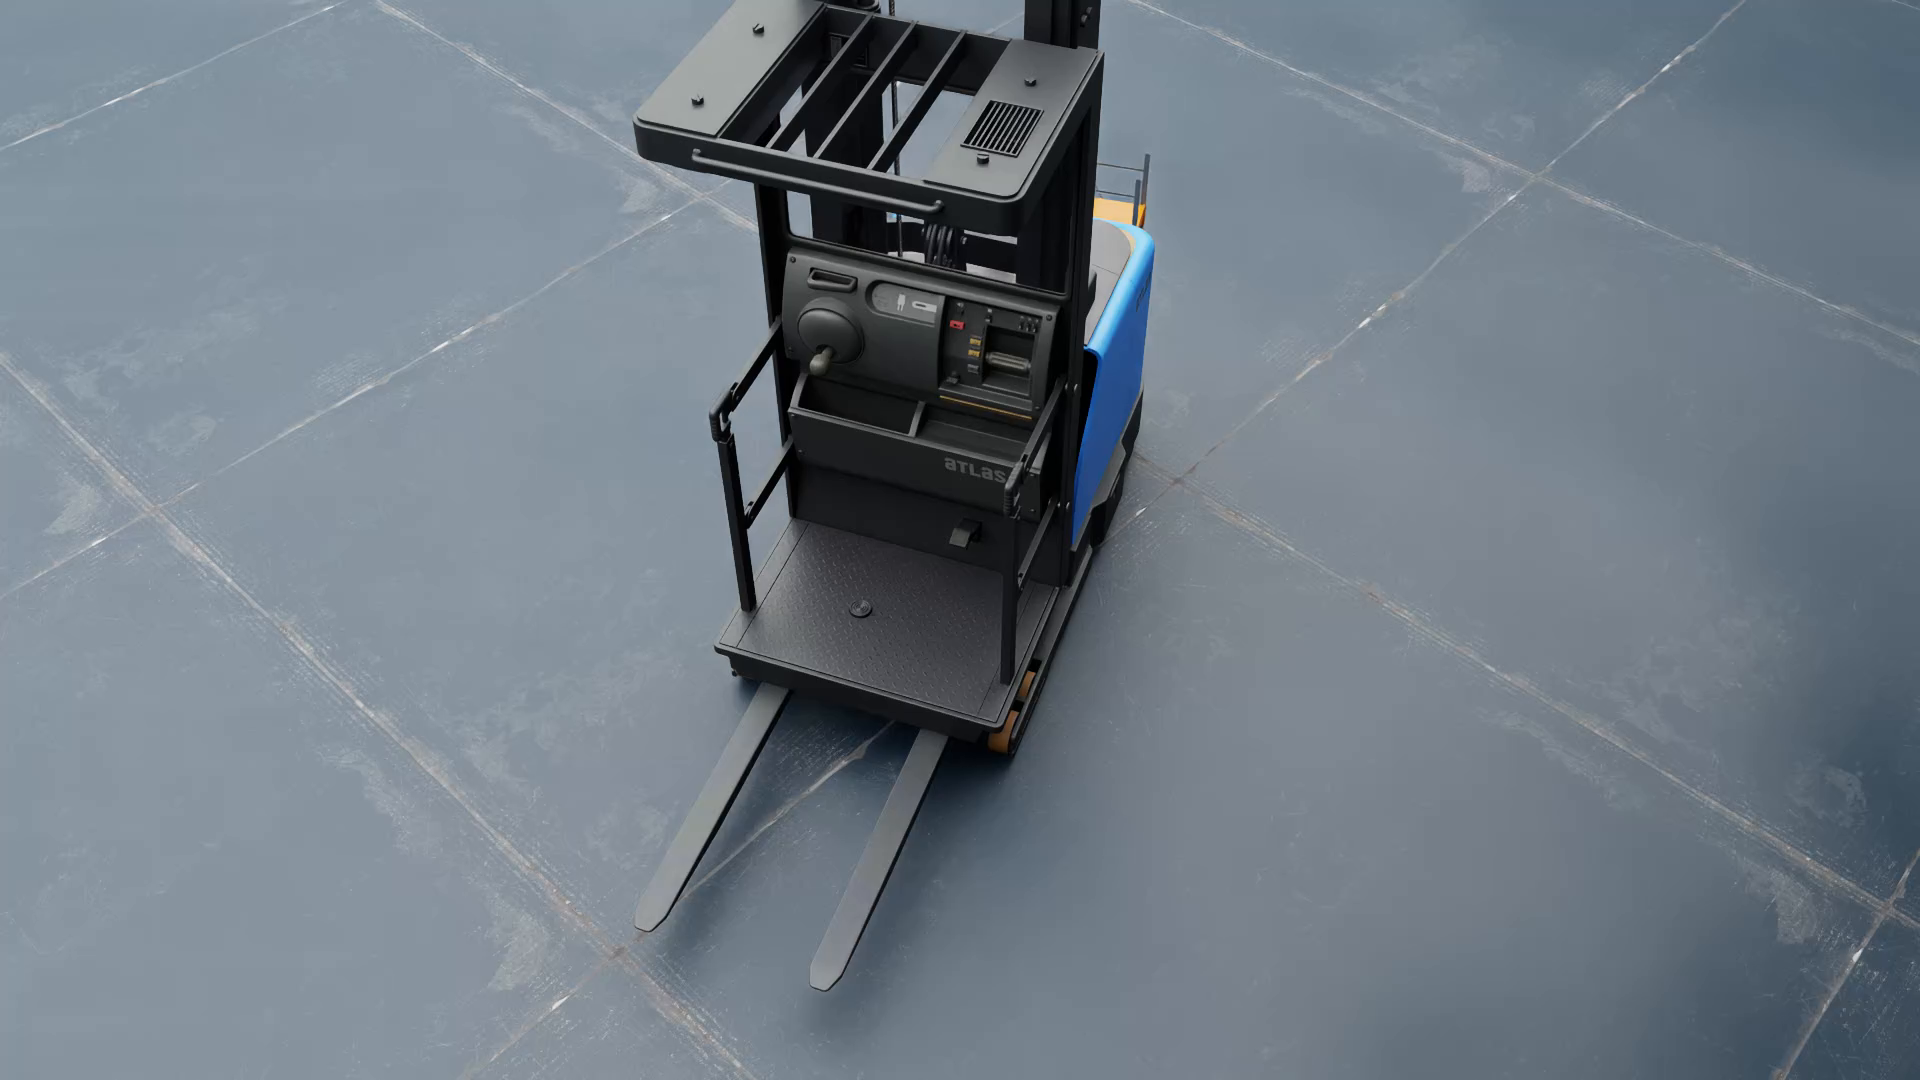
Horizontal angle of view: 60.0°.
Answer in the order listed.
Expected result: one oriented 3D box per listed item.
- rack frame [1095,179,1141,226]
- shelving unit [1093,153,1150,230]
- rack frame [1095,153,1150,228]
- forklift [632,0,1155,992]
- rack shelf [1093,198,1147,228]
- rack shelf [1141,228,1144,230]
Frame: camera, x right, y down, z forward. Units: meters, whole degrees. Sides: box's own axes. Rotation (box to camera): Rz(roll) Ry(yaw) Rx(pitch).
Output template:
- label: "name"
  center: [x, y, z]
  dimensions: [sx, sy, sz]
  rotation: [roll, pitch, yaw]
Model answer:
- label: "rack frame"
  center: [0.582, -0.999, 6.864]
  dimensions: [0.240, 1.200, 0.006]
  rotation: [11, 48, 11]
- label: "shelving unit"
  center: [0.607, -1.063, 6.925]
  dimensions: [0.258, 1.200, 0.189]
  rotation: [11, 48, 11]
- label: "rack frame"
  center: [0.631, -1.127, 6.985]
  dimensions: [0.240, 1.200, 0.006]
  rotation: [11, 48, 11]
- label: "forklift"
  center: [-0.211, -0.576, 5.281]
  dimensions: [1.130, 2.935, 3.031]
  rotation: [15, 49, 13]
- label: "rack shelf"
  center: [0.607, -1.279, 6.695]
  dimensions: [0.258, 0.103, 0.180]
  rotation: [11, 48, 11]
- label: "rack shelf"
  center: [0.607, -1.197, 6.782]
  dimensions: [0.258, 0.103, 0.180]
  rotation: [11, 48, 11]
